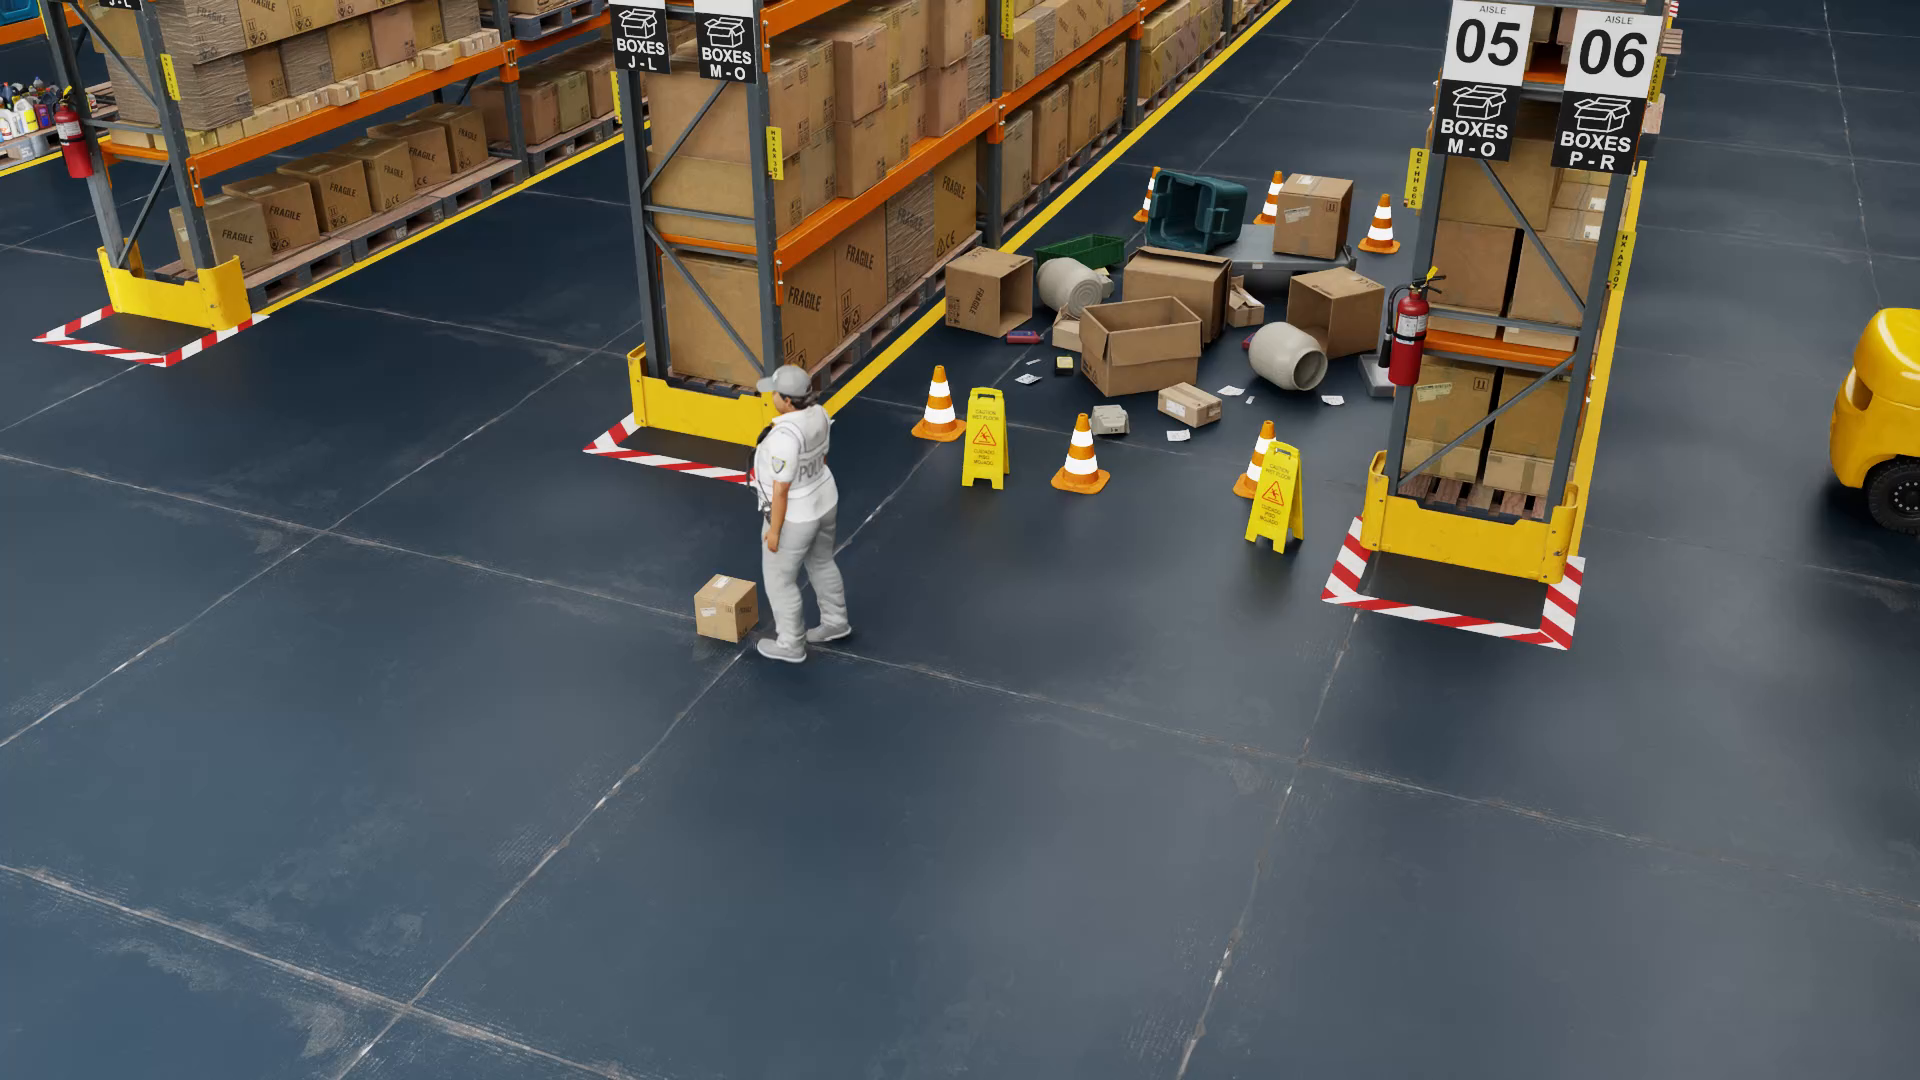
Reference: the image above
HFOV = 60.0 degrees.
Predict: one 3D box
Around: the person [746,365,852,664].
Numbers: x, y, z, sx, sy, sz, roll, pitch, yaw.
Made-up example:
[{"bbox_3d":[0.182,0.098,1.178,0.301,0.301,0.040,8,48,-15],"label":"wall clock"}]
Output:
[{"bbox_3d":[-0.862,-0.129,8.642,0.413,1.688,0.474,13,32,21],"label":"person"}]
